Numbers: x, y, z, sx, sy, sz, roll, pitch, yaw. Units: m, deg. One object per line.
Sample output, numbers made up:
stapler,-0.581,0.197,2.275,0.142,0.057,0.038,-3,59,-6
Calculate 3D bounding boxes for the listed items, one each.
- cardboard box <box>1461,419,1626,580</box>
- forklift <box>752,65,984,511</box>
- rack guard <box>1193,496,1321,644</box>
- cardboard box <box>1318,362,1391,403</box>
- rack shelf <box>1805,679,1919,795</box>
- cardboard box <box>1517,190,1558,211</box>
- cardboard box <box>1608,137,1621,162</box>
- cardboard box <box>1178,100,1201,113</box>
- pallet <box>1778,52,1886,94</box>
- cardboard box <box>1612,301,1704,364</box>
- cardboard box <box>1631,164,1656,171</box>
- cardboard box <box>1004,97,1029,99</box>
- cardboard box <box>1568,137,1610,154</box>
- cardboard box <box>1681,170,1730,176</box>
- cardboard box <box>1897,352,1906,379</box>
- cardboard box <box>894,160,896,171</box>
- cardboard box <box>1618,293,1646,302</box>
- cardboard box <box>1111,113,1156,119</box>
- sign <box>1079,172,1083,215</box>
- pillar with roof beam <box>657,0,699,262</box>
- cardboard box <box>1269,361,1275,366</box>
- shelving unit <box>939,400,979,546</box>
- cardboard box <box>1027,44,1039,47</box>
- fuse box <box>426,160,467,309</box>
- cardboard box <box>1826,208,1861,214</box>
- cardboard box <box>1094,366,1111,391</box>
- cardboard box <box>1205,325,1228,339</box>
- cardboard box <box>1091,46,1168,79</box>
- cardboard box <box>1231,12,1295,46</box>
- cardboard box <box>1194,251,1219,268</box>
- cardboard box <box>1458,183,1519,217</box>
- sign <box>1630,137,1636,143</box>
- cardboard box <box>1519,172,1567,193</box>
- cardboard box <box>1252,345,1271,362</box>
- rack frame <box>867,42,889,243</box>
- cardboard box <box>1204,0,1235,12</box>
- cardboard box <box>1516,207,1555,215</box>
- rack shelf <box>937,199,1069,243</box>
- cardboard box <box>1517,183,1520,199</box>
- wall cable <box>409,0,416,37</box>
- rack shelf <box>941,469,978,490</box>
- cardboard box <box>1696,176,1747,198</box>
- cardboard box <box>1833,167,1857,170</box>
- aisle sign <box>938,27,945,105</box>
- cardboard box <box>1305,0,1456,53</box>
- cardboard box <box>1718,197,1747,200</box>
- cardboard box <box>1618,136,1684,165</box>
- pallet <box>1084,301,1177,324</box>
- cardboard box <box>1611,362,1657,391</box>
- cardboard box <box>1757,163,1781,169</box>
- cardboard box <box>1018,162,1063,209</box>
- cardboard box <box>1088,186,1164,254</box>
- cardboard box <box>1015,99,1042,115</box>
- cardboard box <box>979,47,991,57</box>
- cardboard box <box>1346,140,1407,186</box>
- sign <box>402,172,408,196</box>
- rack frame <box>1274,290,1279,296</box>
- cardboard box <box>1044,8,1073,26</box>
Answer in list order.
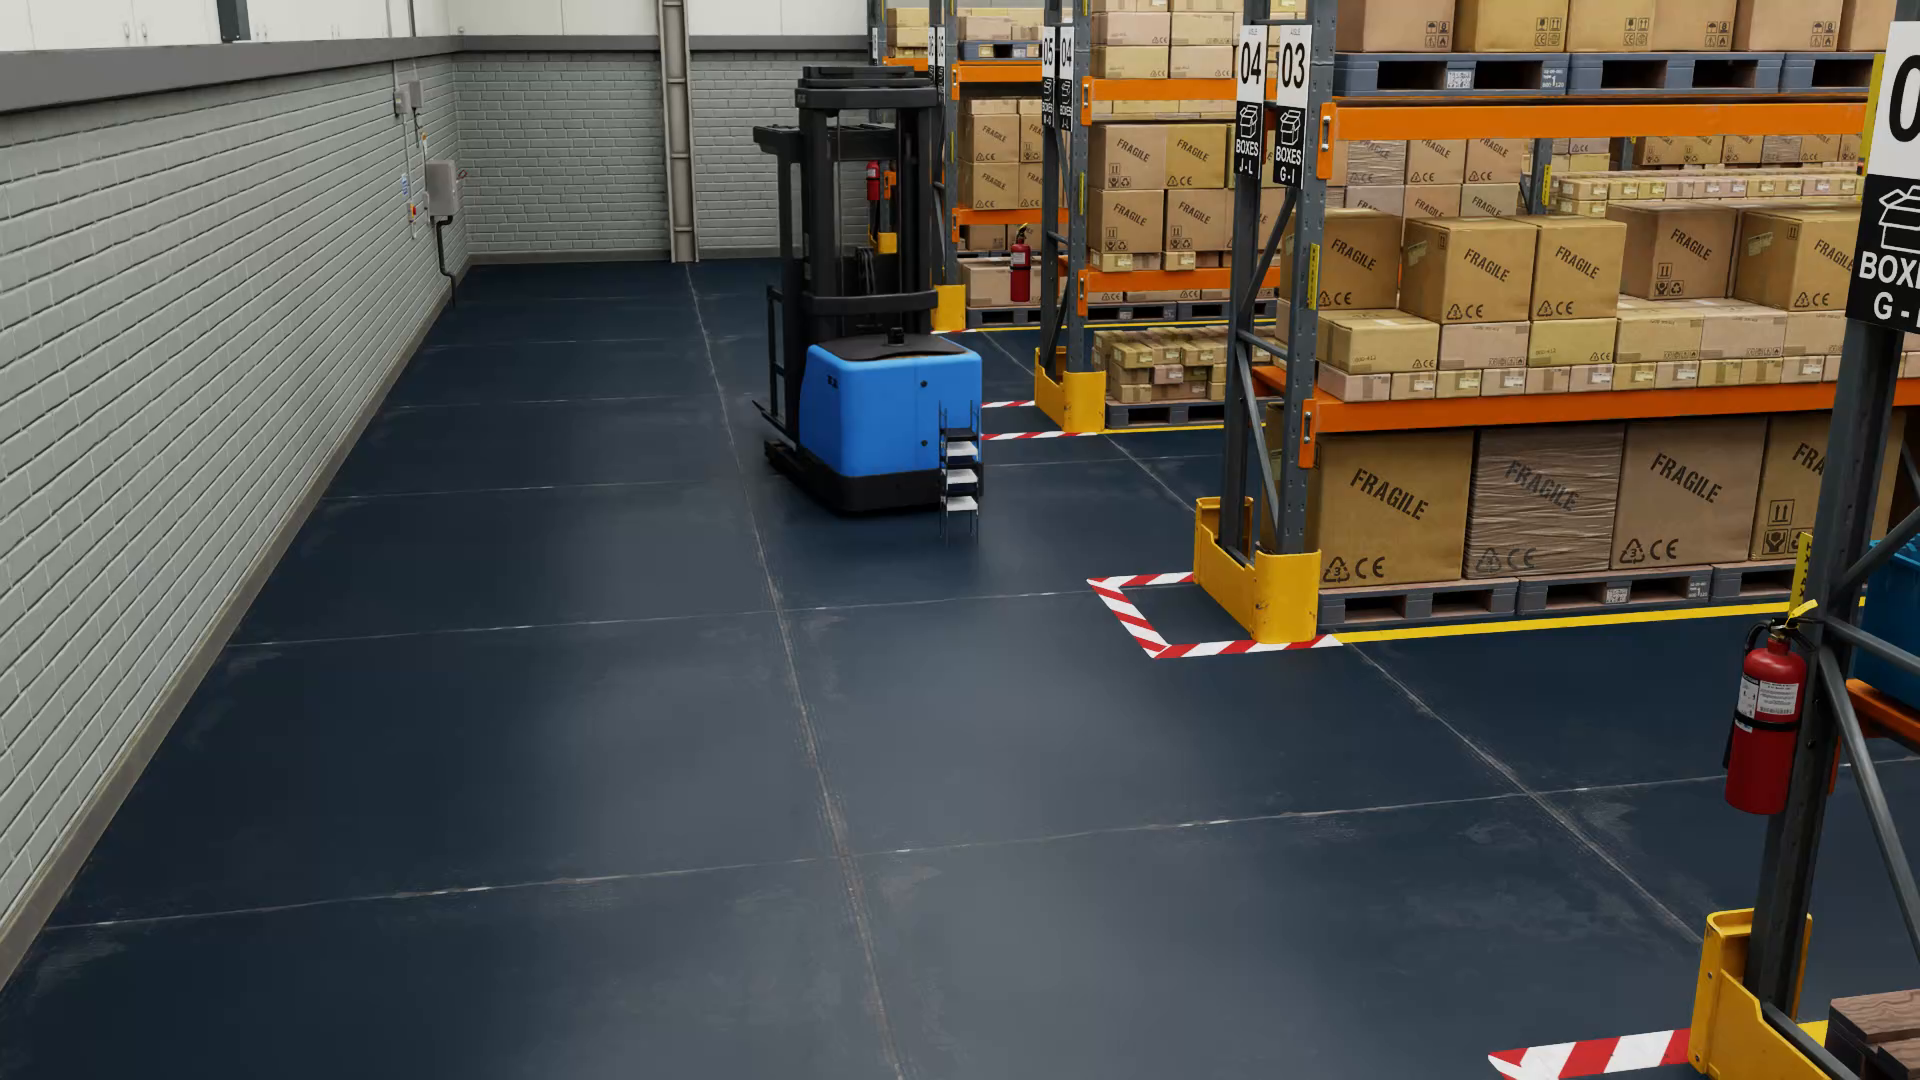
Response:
cardboard box,3.201,-0.341,9.716,0.875,0.875,0.875,-3,17,-10
forklift,-0.854,-1.985,12.282,1.130,2.935,3.031,-7,18,-21
rack guard,1.671,0.150,9.473,0.348,0.500,1.175,-3,17,-10
cardboard box,2.106,-0.851,8.901,0.250,0.149,0.380,-3,17,-10
rack shelf,4.598,0.614,4.930,4.000,0.370,1.077,-3,17,-10
cardboard box,5.134,-3.007,14.698,0.250,0.149,0.380,-3,17,-9
cardboard box,8.063,-4.845,20.085,0.500,0.500,0.500,-4,17,-12
cardboard box,2.490,-4.815,18.401,0.250,0.149,0.380,-3,17,-11
pallet,4.817,-2.618,9.269,1.213,0.211,1.003,-3,17,-10
cardboard box,3.732,-1.154,9.210,0.500,0.250,0.500,-4,17,-12
cardboard box,8.024,-4.394,19.722,0.250,0.149,0.380,-4,18,-14
cardboard box,0.611,-4.877,18.602,0.250,0.149,0.380,-3,17,-11
cardboard box,7.211,-4.770,19.361,0.500,0.500,0.500,-4,17,-12
cardboard box,6.681,-3.236,14.939,0.250,0.149,0.380,-3,17,-11
cardboard box,5.132,-1.023,9.462,0.250,0.149,0.380,-3,17,-9
cardboard box,-0.756,-5.153,22.908,0.250,0.149,0.380,-3,17,-11
cardboard box,3.629,-1.307,9.707,0.500,0.250,0.500,-3,17,-10
cardboard box,1.840,-4.463,18.362,0.500,0.500,0.500,-3,17,-10
sign,0.956,-2.739,13.147,0.005,0.325,0.100,-3,17,-10
pillar with roof beam,-3.132,-7.070,18.505,0.400,9.000,9.100,-3,17,-10
cardboard box,2.693,-1.508,14.245,0.250,0.149,0.380,-2,17,-8
shelving unit,-0.008,-0.430,10.678,0.210,0.900,0.258,-3,17,-10
cardboard box,0.861,-6.879,22.739,0.500,0.250,0.500,-4,17,-11
fuse box,-5.972,-3.580,19.554,0.414,1.711,0.539,-3,17,-10
cardboard box,5.222,-1.596,9.369,0.500,0.500,0.500,-3,17,-9
cardboard box,1.330,-1.409,14.432,0.250,0.149,0.380,-3,17,-10
cardboard box,2.332,-1.782,14.633,0.250,0.149,0.380,-3,17,-8
cardboard box,1.342,-3.795,13.207,0.500,0.250,0.500,-3,17,-8
cardboard box,2.344,-4.087,13.303,0.500,0.250,0.500,-3,17,-10
cardboard box,1.978,-2.365,13.831,0.250,0.149,0.380,-2,17,-8
cardboard box,4.359,-2.786,14.098,0.500,0.500,0.500,-3,17,-10
sign,7.778,-4.743,19.172,0.005,0.325,0.100,-3,17,-10
cardboard box,5.137,-3.148,14.653,0.250,0.149,0.380,-2,17,-8
cardboard box,2.453,-1.613,14.082,0.250,0.149,0.380,-3,17,-8
rack frame,-1.131,-5.334,23.069,0.127,3.000,1.000,-3,17,-10
cardboard box,1.987,-4.242,13.132,0.250,0.149,0.380,-3,17,-10
cardboard box,5.133,-2.865,14.742,0.250,0.149,0.380,-4,17,-12
rack shelf,1.778,-3.671,18.879,4.000,0.370,1.077,-3,17,-10
cardboard box,6.226,-4.118,19.365,0.500,0.250,0.500,-3,17,-11
wall cable,-6.348,-7.413,19.557,0.133,3.039,2.988,-3,17,-10
rack shelf,-0.008,-0.398,10.688,0.200,0.077,0.258,-3,17,-10
cardboard box,6.524,-3.031,14.272,0.250,0.149,0.380,-3,17,-8
cardboard box,8.213,-3.322,15.219,0.250,0.149,0.380,-3,17,-10
aisle sign,-0.201,-5.058,17.744,0.004,0.787,0.394,-3,17,-10
cardboard box,2.195,-2.821,8.723,0.500,0.500,0.700,-4,18,-14
cardboard box,6.542,-2.891,14.323,0.250,0.149,0.380,-4,17,-11
cardboard box,8.155,-4.698,19.606,0.500,0.500,0.500,-4,17,-12
pallet,1.780,-2.704,19.257,1.213,0.211,1.003,-3,17,-10
cardboard box,3.616,-0.937,9.182,0.250,0.149,0.380,-4,17,-12
cardboard box,9.620,-4.470,19.969,0.250,0.149,0.380,-3,17,-9
cardboard box,0.832,-3.931,18.332,0.500,0.500,0.500,-3,17,-11
cardboard box,1.346,-2.617,13.547,0.500,0.500,0.500,-2,17,-8
cardboard box,0.737,-4.696,18.013,0.250,0.149,0.380,-3,17,-9
cardboard box,0.254,-6.631,22.611,0.250,0.149,0.380,-3,17,-11
cardboard box,3.358,-3.214,13.786,0.500,0.500,0.500,-3,17,-9
sign,-5.768,-3.694,17.271,0.001,0.218,0.327,-3,17,-10
rack frame,3.742,-4.126,19.136,0.127,3.000,1.000,-3,17,-10
cardboard box,1.351,-7.146,22.757,0.500,0.250,0.500,-3,17,-9
